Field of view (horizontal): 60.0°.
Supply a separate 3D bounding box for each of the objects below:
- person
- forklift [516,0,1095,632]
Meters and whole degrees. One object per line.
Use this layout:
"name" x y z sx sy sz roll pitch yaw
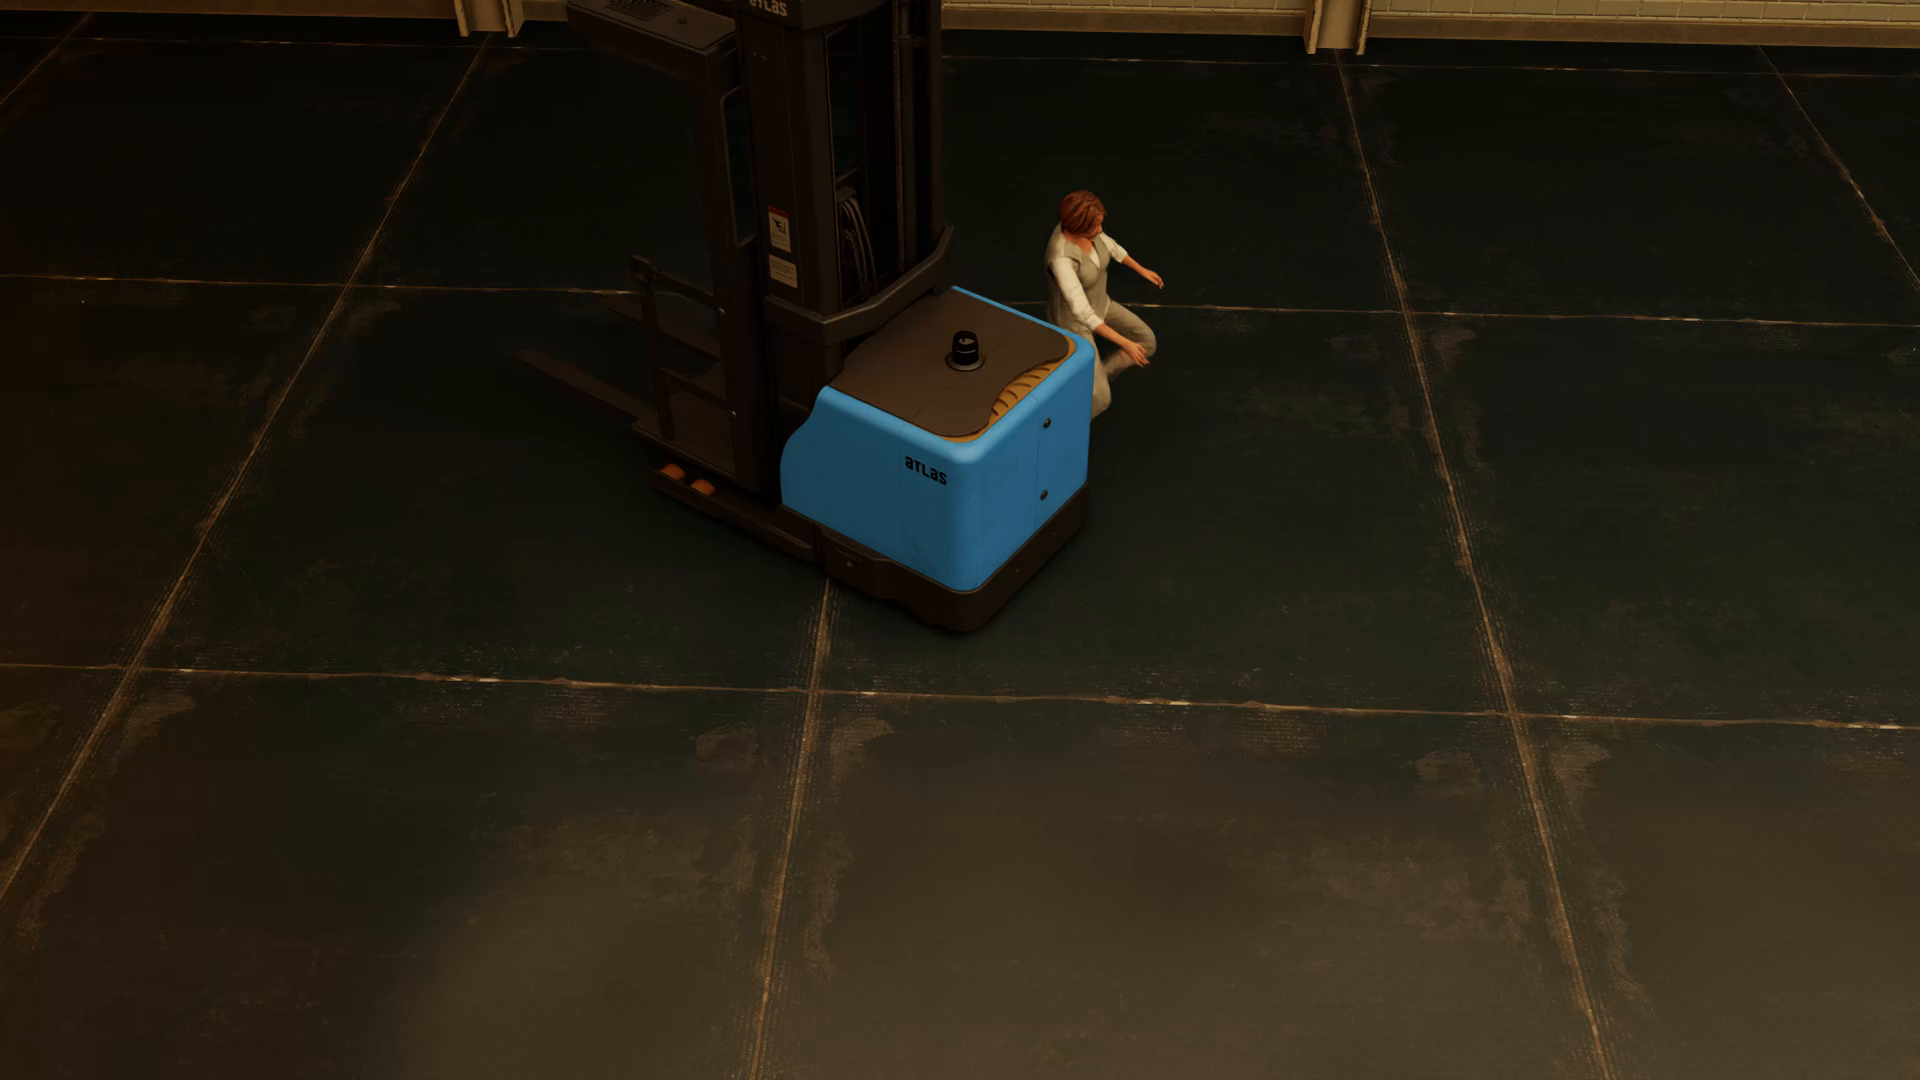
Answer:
"person" 0.714 -1.018 8.006 0.642 1.454 0.713 20 46 21
"forklift" -0.886 -1.474 7.357 3.031 2.935 1.130 26 48 25
